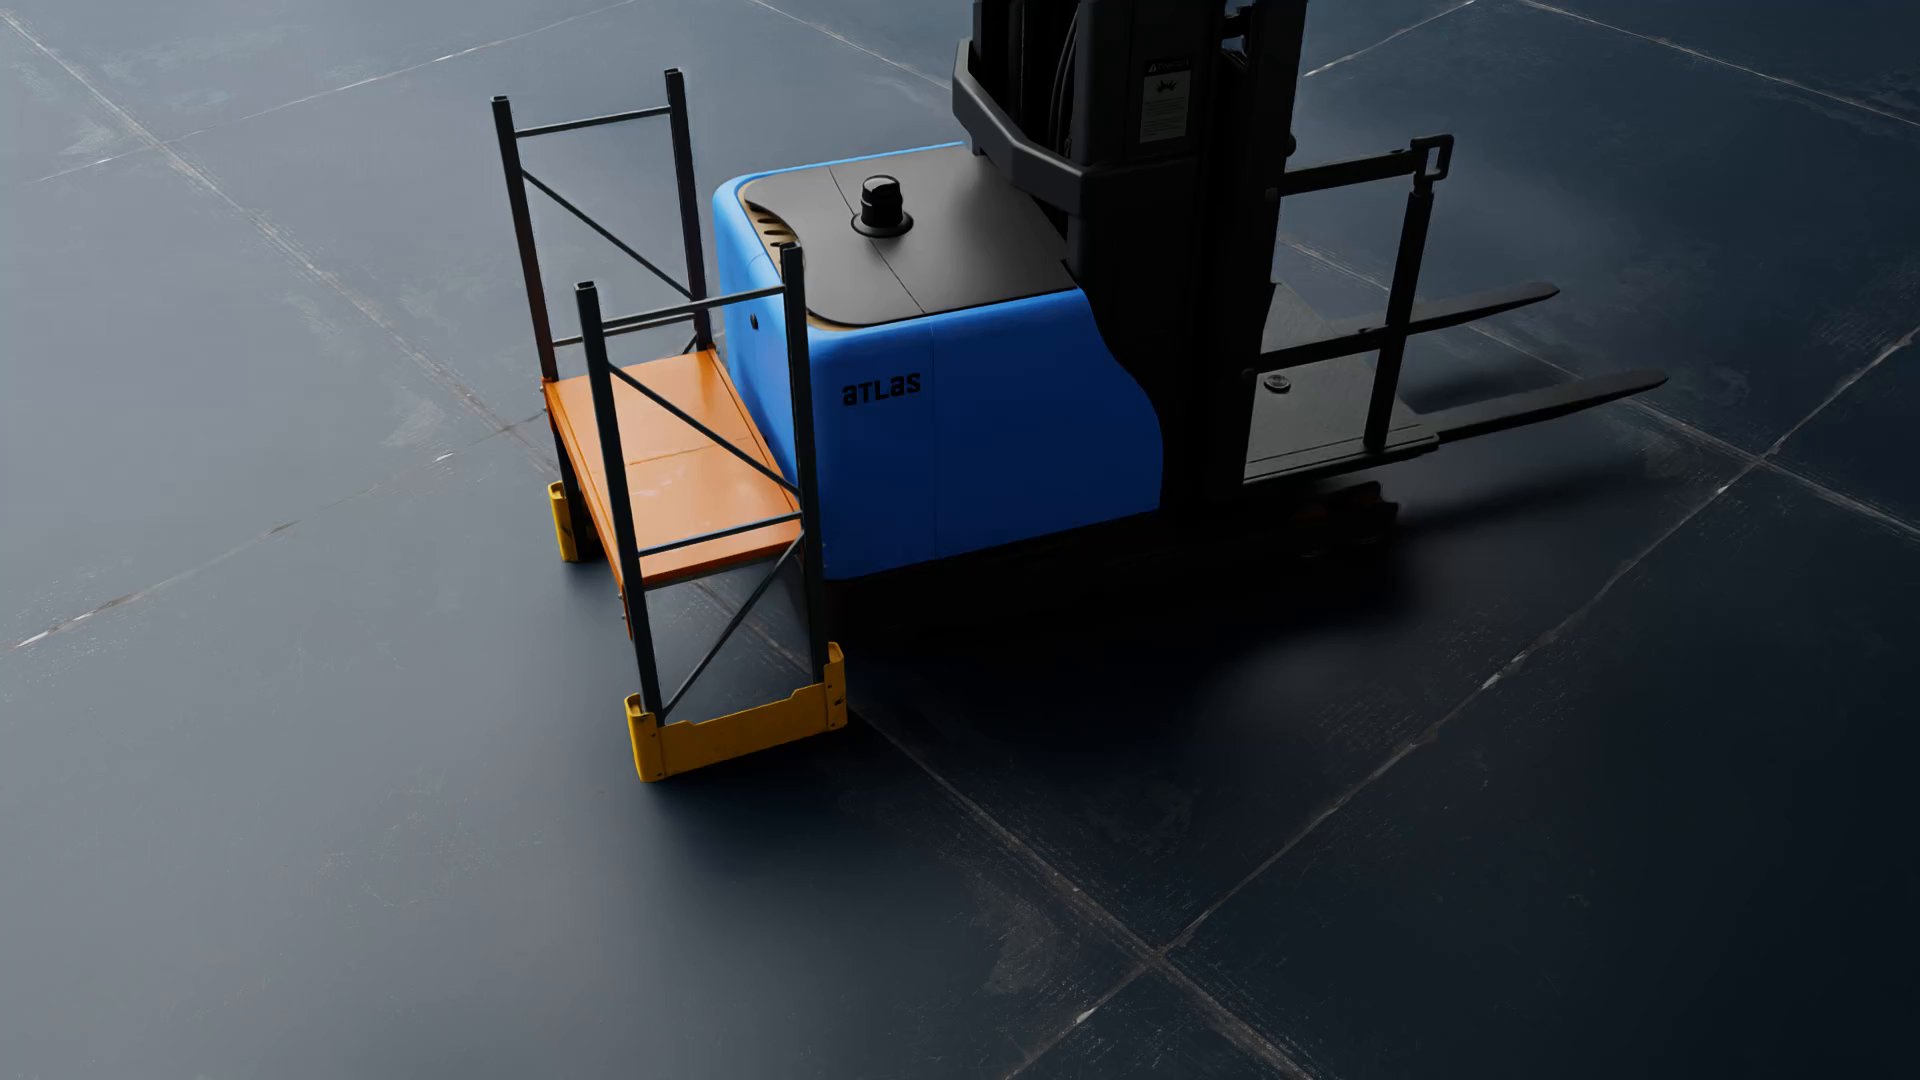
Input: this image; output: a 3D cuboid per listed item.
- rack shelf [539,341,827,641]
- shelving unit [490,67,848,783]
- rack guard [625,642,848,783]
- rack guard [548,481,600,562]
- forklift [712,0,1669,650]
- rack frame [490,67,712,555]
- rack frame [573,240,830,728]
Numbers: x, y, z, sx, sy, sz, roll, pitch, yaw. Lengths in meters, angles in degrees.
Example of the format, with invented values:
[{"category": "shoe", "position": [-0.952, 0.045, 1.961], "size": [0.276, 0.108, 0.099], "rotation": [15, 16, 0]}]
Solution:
[{"category": "rack shelf", "position": [-0.778, -0.169, 4.551], "size": [0.538, 0.185, 1.000], "rotation": [-14, 41, -17]}, {"category": "shelving unit", "position": [-0.782, -0.314, 4.445], "size": [0.587, 1.500, 1.083], "rotation": [-14, 41, -17]}, {"category": "rack guard", "position": [-0.593, 0.462, 4.479], "size": [0.587, 0.250, 0.087], "rotation": [-14, 41, -17]}, {"category": "rack guard", "position": [-0.970, -0.117, 5.196], "size": [0.587, 0.250, 0.087], "rotation": [-14, 41, -17]}, {"category": "forklift", "position": [0.838, -1.386, 4.634], "size": [3.031, 2.935, 1.130], "rotation": [-13, 41, -15]}, {"category": "rack frame", "position": [-0.970, -0.604, 4.804], "size": [0.500, 1.500, 0.032], "rotation": [-14, 41, -17]}, {"category": "rack frame", "position": [-0.586, -0.013, 4.072], "size": [0.500, 1.500, 0.032], "rotation": [-14, 41, -17]}]
